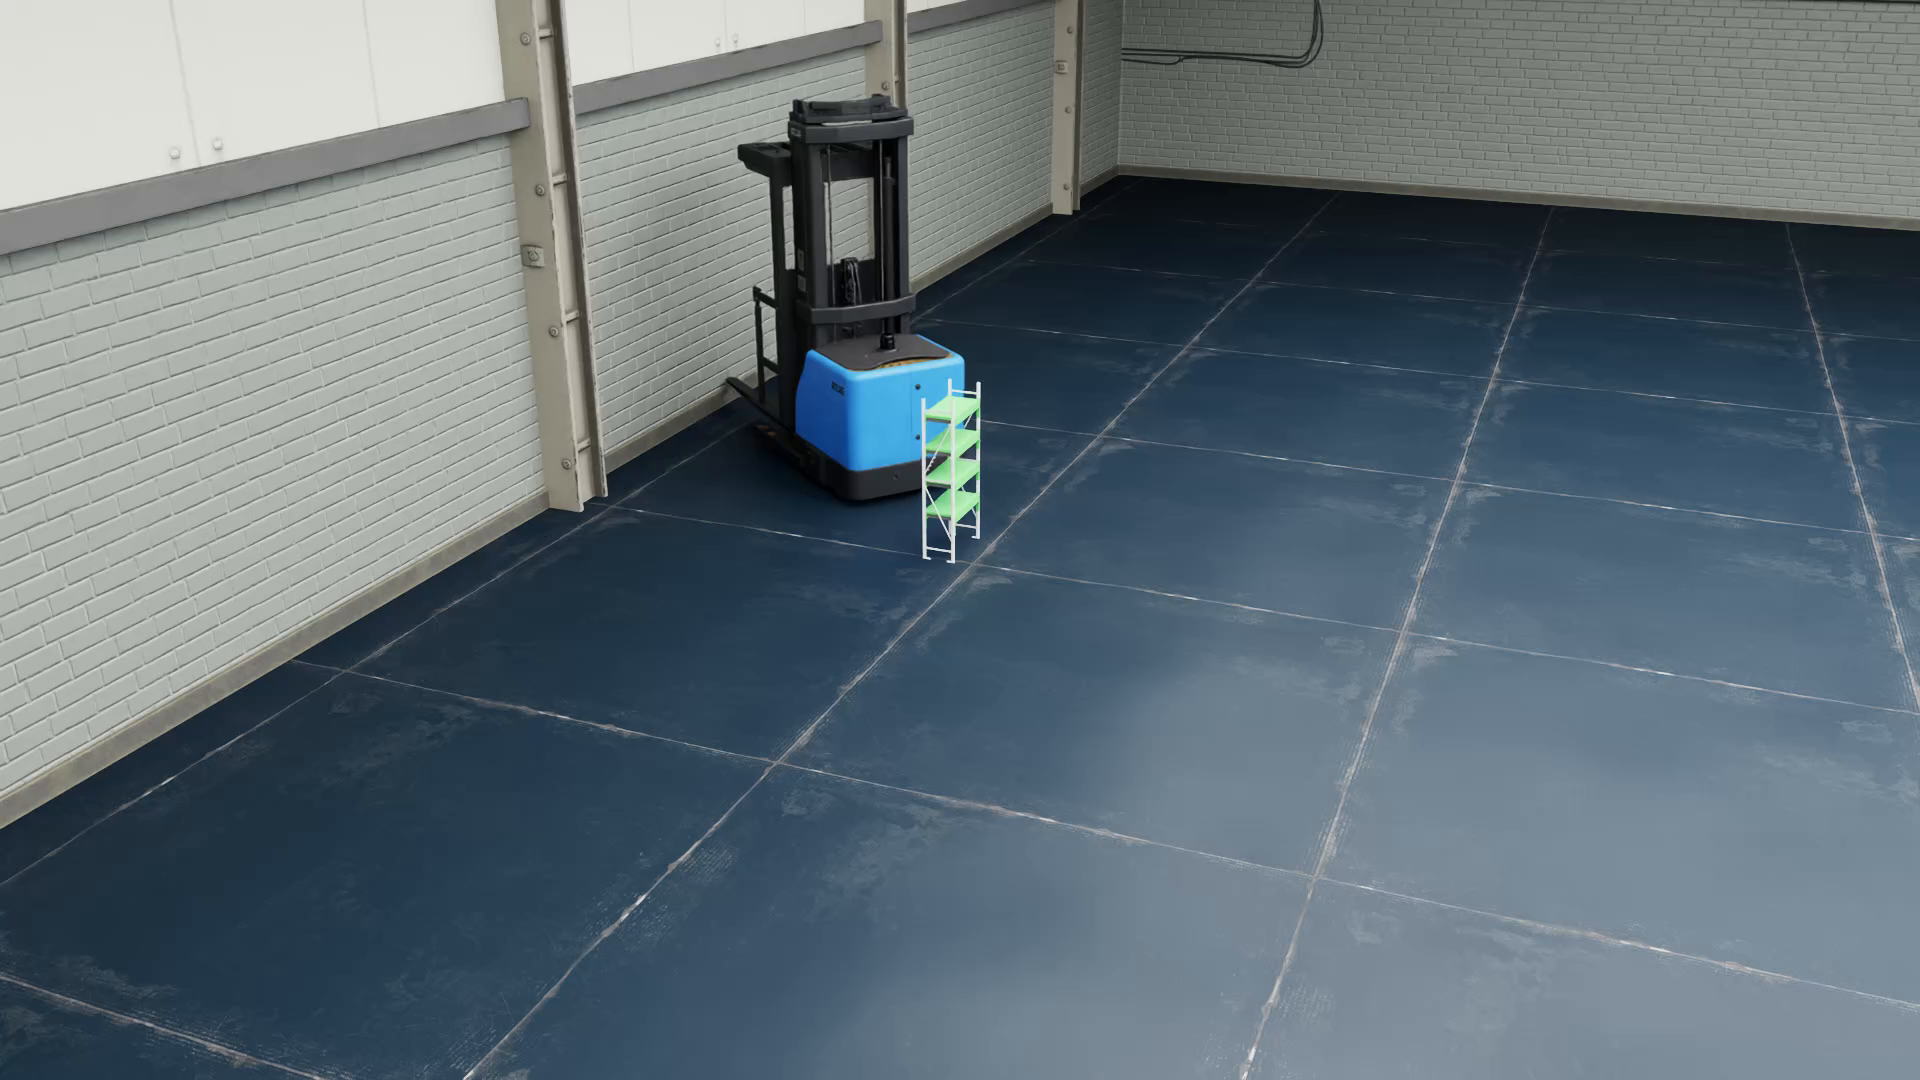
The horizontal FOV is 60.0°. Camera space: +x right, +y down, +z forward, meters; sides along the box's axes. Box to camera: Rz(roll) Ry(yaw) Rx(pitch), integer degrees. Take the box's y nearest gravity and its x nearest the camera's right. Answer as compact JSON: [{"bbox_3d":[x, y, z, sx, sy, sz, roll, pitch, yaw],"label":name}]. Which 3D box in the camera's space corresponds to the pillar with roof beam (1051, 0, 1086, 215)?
[{"bbox_3d":[5.468,-8.136,20.052,9.100,9.000,0.400,9,24,20],"label":"pillar with roof beam"}]

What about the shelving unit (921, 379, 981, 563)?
[{"bbox_3d":[-0.061,-0.494,11.877,0.258,1.200,0.503,9,24,20],"label":"shelving unit"}]

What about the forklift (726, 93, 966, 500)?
[{"bbox_3d":[-1.112,-2.182,13.671,1.130,2.935,3.031,-12,26,-27],"label":"forklift"}]

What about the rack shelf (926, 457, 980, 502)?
[{"bbox_3d":[-0.061,-0.435,11.902,0.258,0.148,0.480,9,24,20],"label":"rack shelf"}]

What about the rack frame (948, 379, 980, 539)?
[{"bbox_3d":[0.029,-0.582,12.086,0.240,1.200,0.015,9,24,20],"label":"rack frame"}]

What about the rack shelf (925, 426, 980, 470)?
[{"bbox_3d":[-0.061,-0.657,11.809,0.258,0.148,0.480,9,24,20],"label":"rack shelf"}]

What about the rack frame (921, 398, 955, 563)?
[{"bbox_3d":[-0.152,-0.407,11.668,0.240,1.200,0.015,9,24,20],"label":"rack frame"}]

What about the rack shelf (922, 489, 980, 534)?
[{"bbox_3d":[-0.061,-0.214,11.994,0.258,0.148,0.480,9,24,20],"label":"rack shelf"}]

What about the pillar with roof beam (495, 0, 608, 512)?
[{"bbox_3d":[1.011,-3.842,9.772,9.100,9.000,0.400,9,24,20],"label":"pillar with roof beam"}]

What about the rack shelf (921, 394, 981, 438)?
[{"bbox_3d":[-0.061,-0.878,11.717,0.258,0.148,0.480,9,24,20],"label":"rack shelf"}]

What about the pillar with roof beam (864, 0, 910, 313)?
[{"bbox_3d":[3.240,-5.989,14.912,9.100,9.000,0.400,9,24,20],"label":"pillar with roof beam"}]

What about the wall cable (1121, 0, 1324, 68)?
[{"bbox_3d":[3.793,-8.184,24.197,3.097,2.526,0.112,9,24,20],"label":"wall cable"}]
